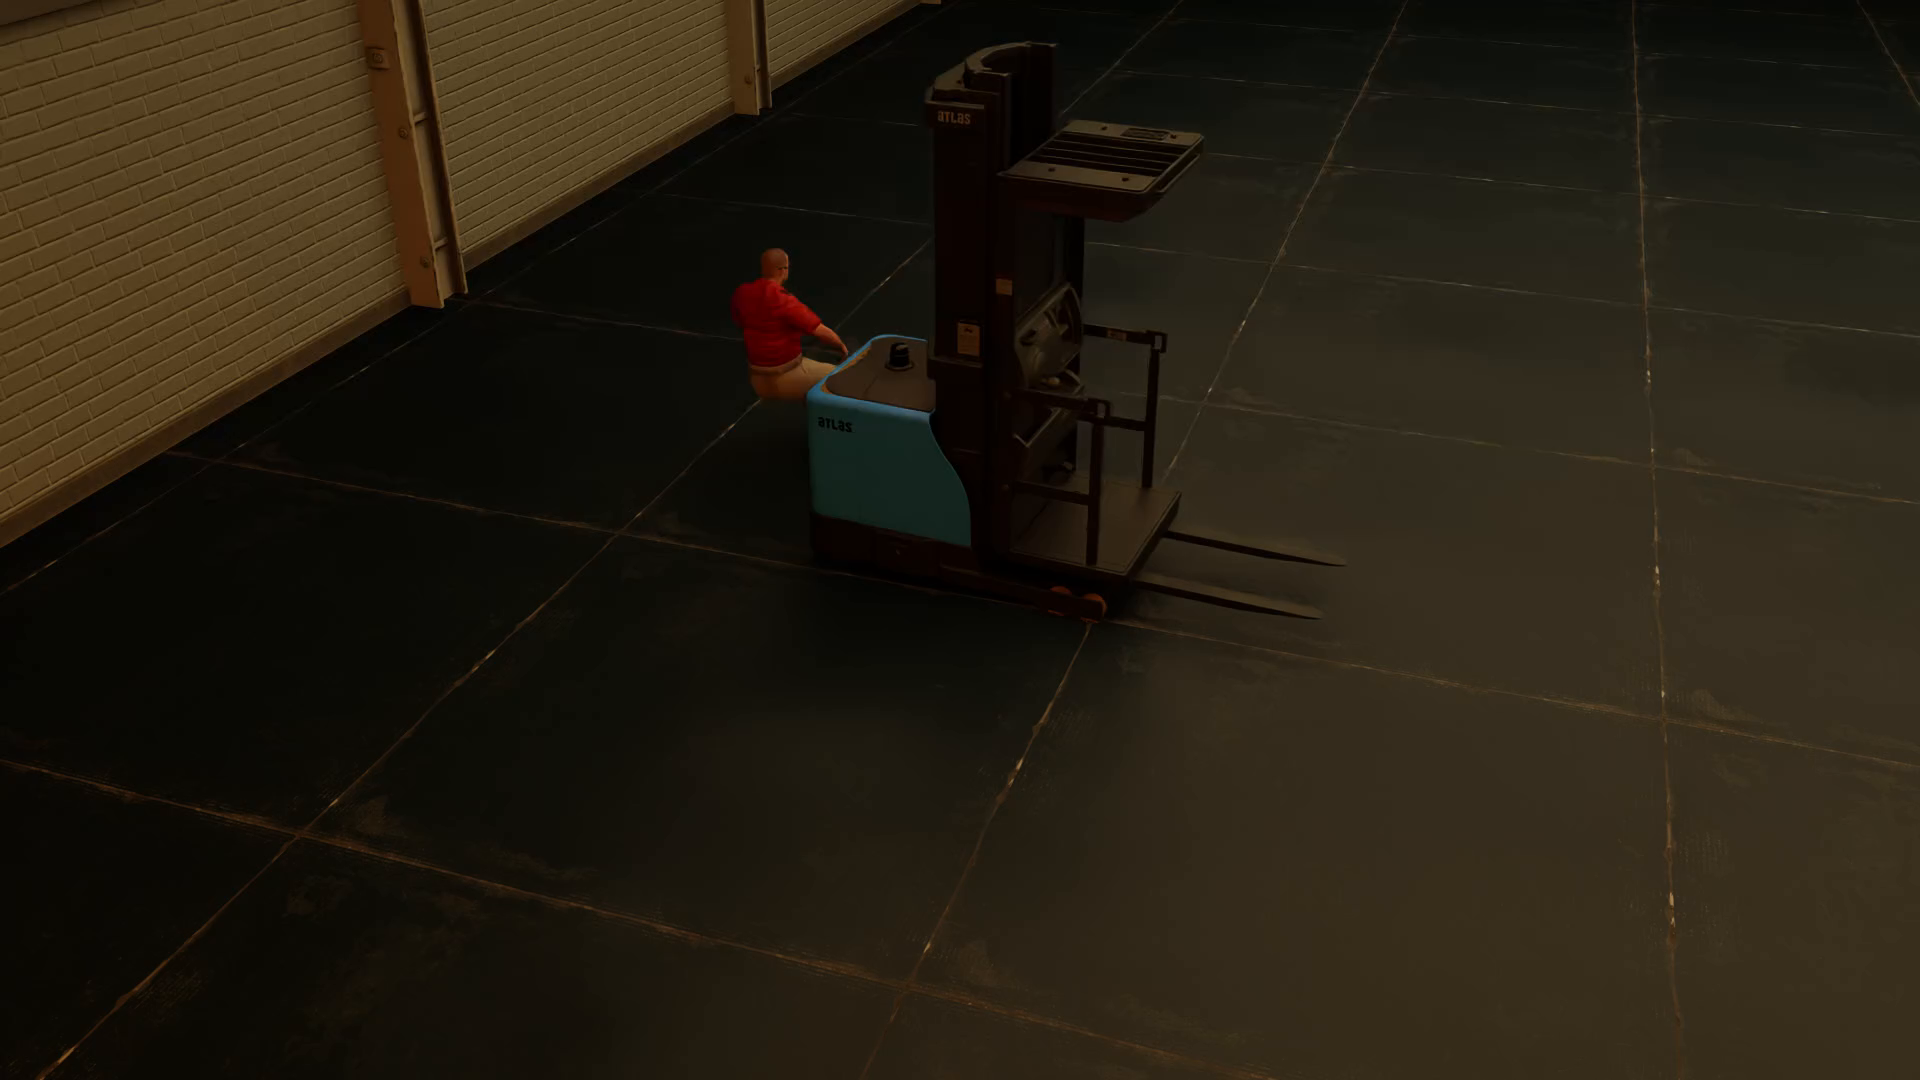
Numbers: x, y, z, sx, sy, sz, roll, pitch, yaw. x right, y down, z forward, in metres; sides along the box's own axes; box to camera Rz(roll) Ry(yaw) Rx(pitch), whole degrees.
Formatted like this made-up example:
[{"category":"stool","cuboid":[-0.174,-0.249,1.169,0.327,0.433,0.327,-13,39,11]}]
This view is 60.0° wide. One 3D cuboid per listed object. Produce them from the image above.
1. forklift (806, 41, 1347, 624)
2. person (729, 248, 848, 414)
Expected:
[{"category":"forklift","cuboid":[0.676,-1.107,9.079,3.031,2.935,1.130,12,32,20]},{"category":"person","cuboid":[-1.019,-1.216,10.789,0.793,1.525,0.856,18,34,29]}]
